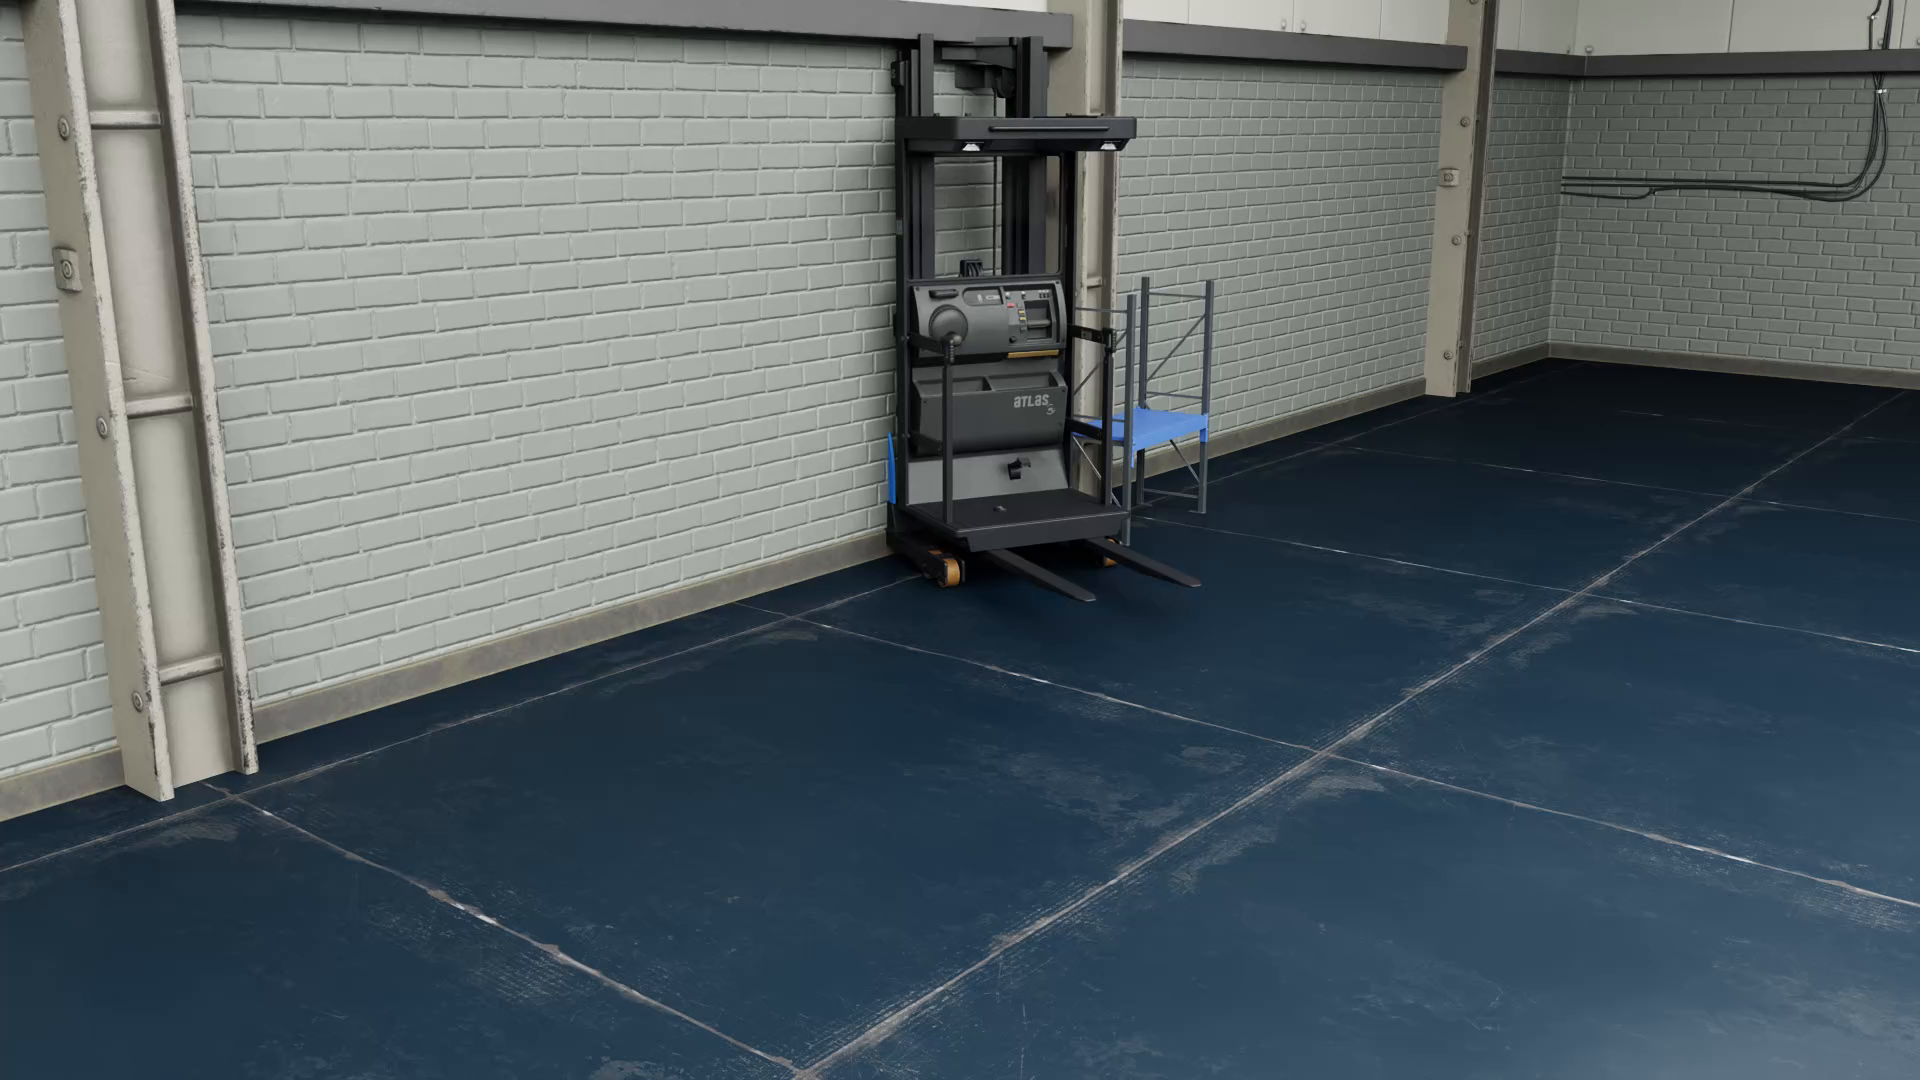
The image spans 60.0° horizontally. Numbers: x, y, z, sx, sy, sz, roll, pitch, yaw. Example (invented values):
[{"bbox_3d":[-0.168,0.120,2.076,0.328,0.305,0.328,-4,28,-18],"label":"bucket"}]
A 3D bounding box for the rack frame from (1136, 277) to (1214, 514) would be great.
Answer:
[{"bbox_3d":[1.382,-0.931,10.743,0.500,1.500,0.032,10,17,33],"label":"rack frame"}]

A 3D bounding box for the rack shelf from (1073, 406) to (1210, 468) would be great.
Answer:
[{"bbox_3d":[1.094,-0.654,10.381,0.538,0.185,1.000,10,17,33],"label":"rack shelf"}]

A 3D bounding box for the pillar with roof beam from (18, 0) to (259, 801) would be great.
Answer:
[{"bbox_3d":[0.348,-2.773,2.761,9.100,9.000,0.400,11,18,38],"label":"pillar with roof beam"}]

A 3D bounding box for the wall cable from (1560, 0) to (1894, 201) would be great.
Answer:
[{"bbox_3d":[7.422,-4.592,16.228,3.097,2.526,0.112,11,18,38],"label":"wall cable"}]

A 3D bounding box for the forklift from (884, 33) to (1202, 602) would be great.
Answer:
[{"bbox_3d":[0.266,-1.281,9.213,1.130,2.935,3.031,-7,16,-24],"label":"forklift"}]

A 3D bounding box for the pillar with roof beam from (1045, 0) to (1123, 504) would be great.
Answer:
[{"bbox_3d":[4.119,-3.922,7.284,9.100,9.000,0.400,11,18,38],"label":"pillar with roof beam"}]

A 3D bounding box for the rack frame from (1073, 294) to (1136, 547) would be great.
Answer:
[{"bbox_3d":[0.806,-0.725,9.931,0.500,1.500,0.032,10,17,33],"label":"rack frame"}]

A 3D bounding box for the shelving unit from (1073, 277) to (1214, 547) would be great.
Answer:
[{"bbox_3d":[1.094,-0.828,10.337,0.538,1.500,1.048,10,17,33],"label":"shelving unit"}]

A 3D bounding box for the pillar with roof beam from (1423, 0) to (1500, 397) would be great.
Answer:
[{"bbox_3d":[7.890,-5.071,11.807,9.100,9.000,0.400,11,18,38],"label":"pillar with roof beam"}]
